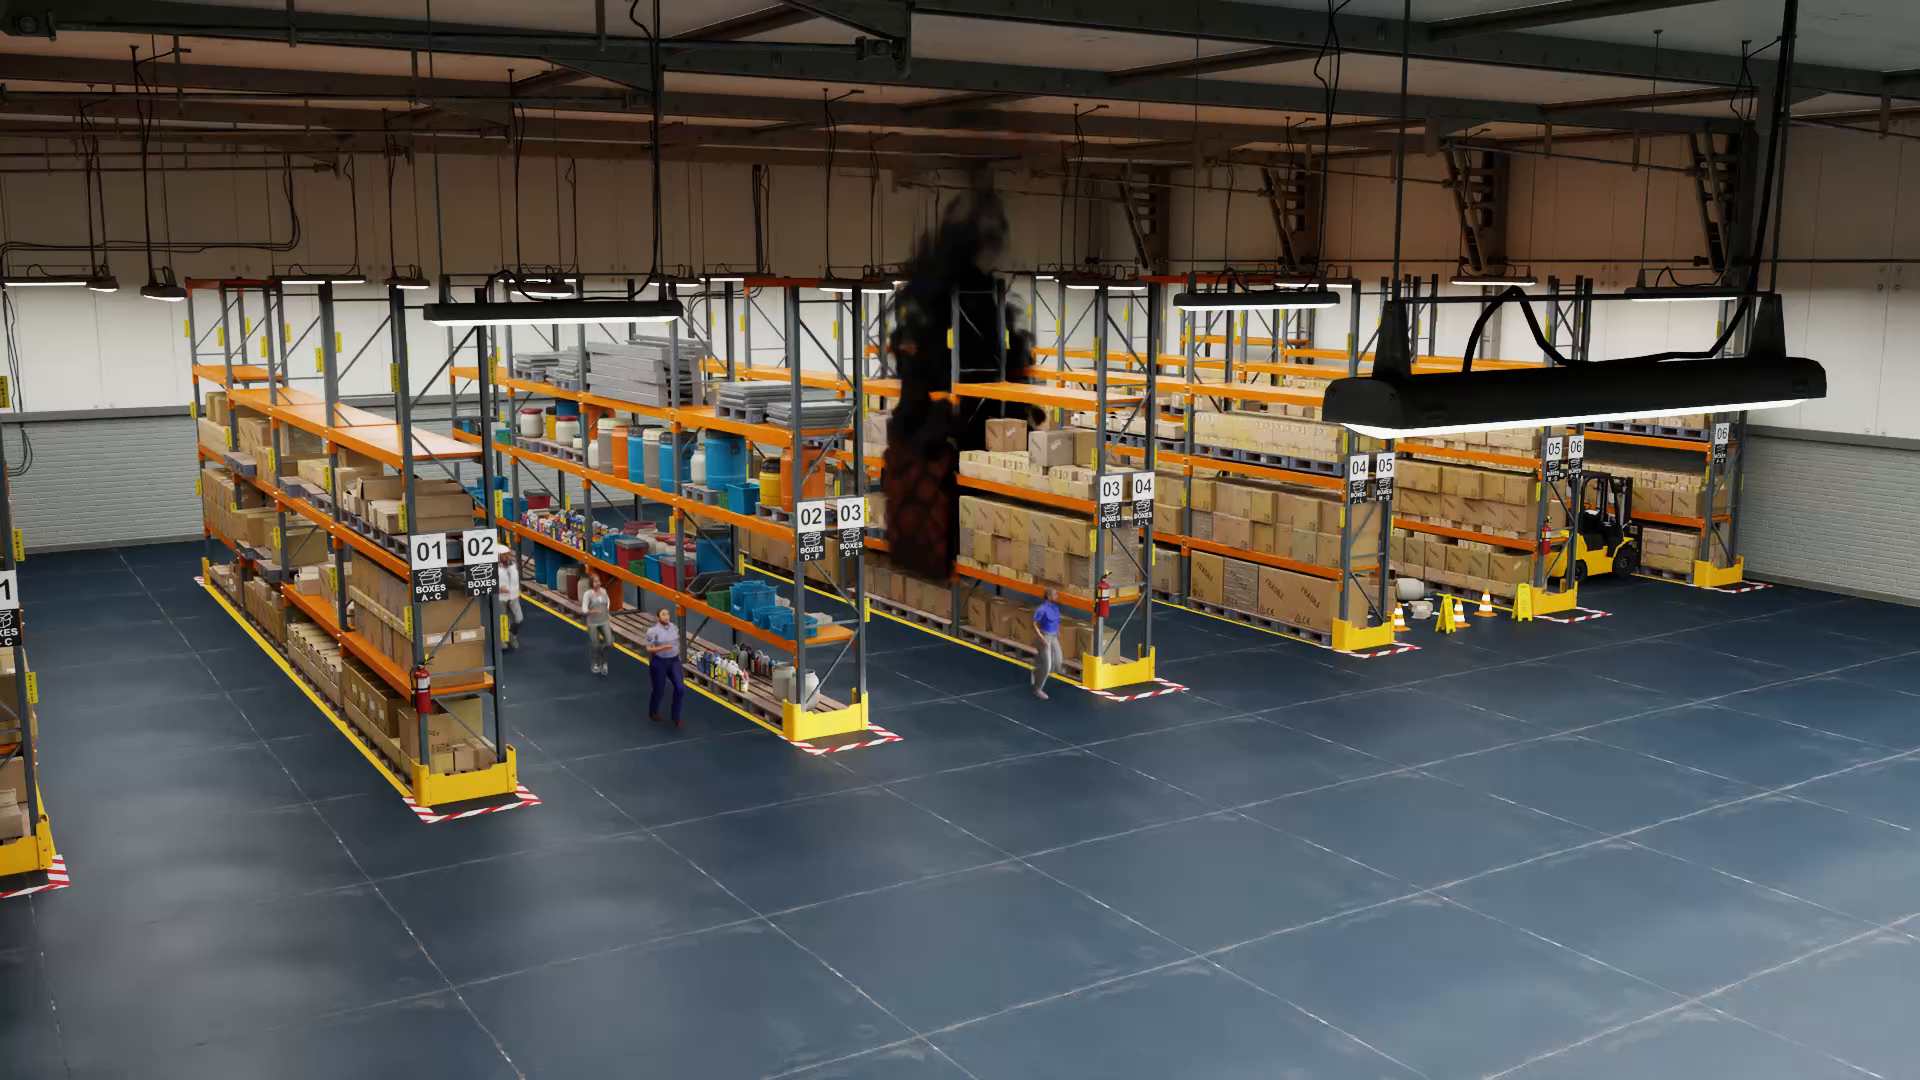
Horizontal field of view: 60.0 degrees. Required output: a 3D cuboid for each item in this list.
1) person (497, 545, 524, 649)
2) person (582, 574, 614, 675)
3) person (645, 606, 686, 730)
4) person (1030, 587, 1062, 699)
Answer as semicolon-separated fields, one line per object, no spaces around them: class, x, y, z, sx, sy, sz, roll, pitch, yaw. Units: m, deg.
person;-7.386;0.948;27.089;0.640;1.747;0.665;-7;12;-37
person;-5.519;1.310;25.457;0.519;1.573;0.615;-6;11;-33
person;-4.029;1.744;22.724;0.585;1.700;0.708;-7;12;-37
person;1.278;1.487;24.422;0.524;1.608;0.625;9;13;41
